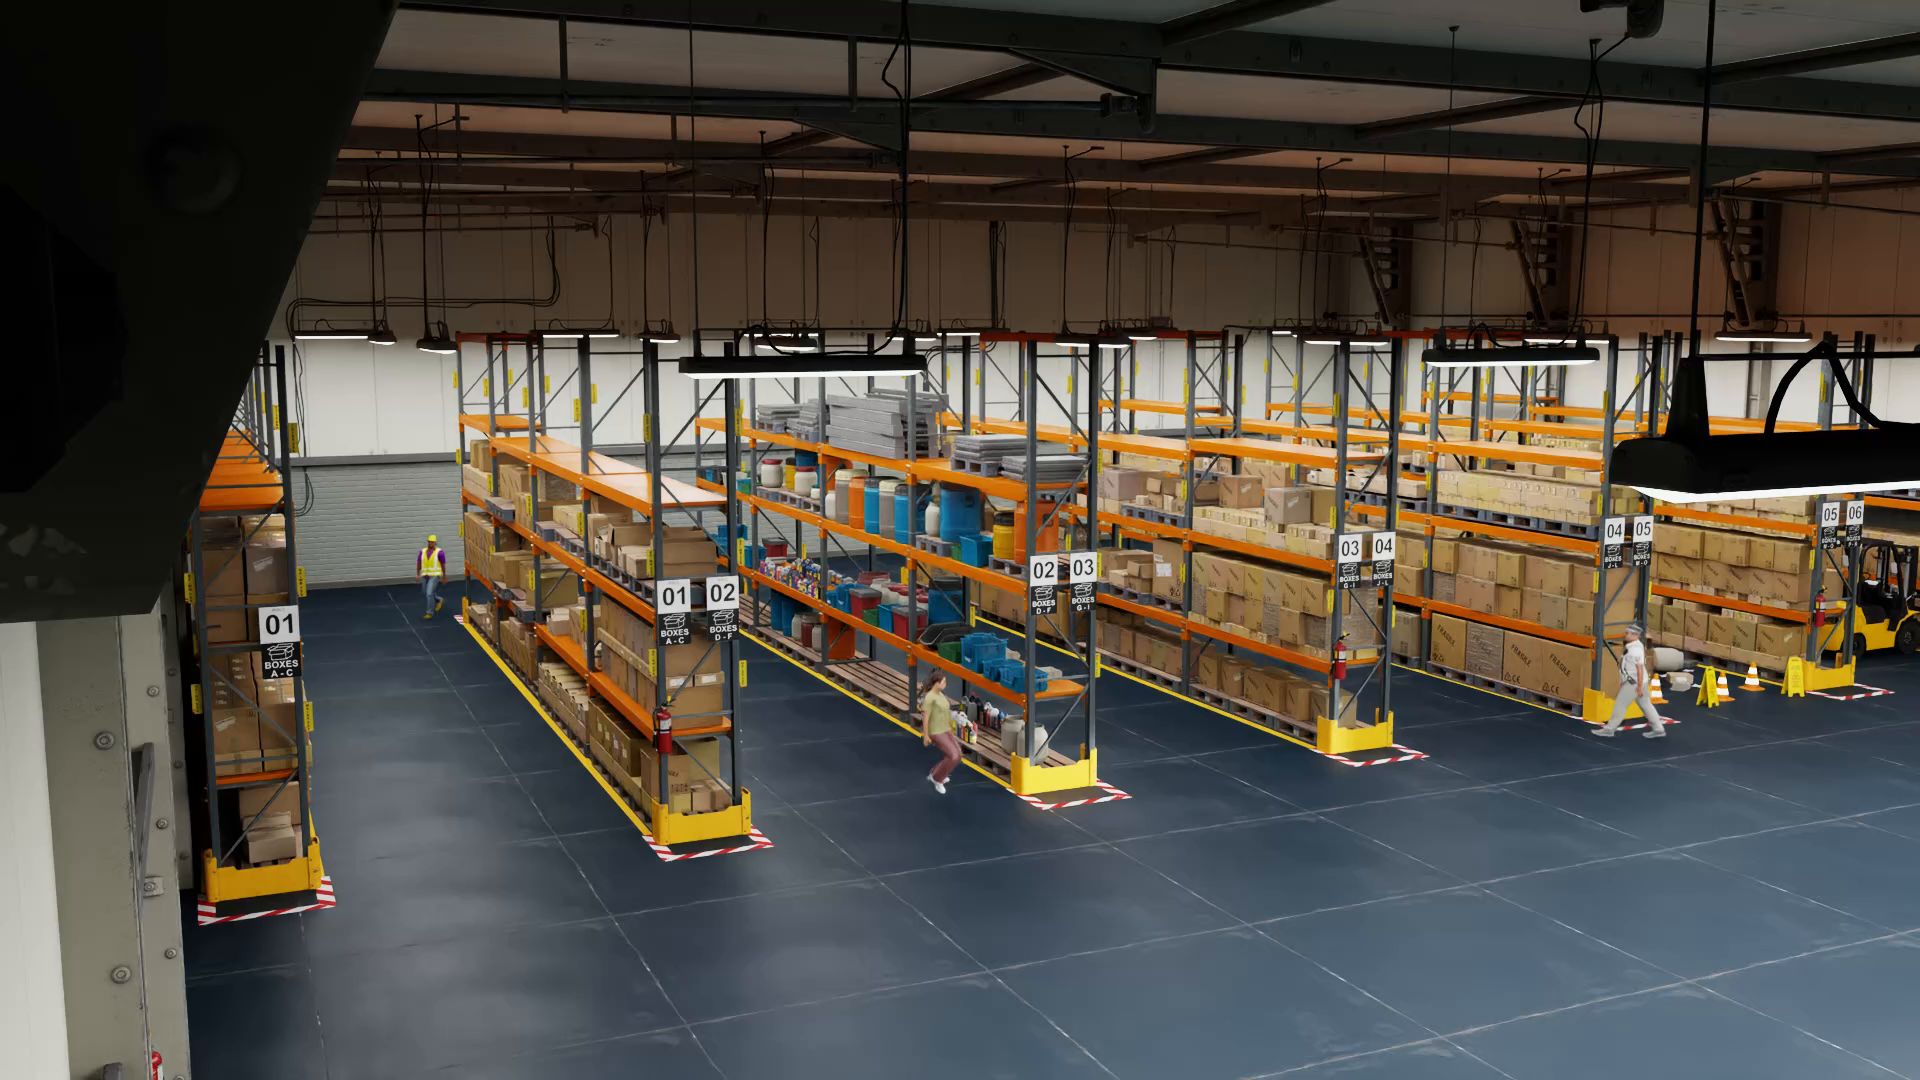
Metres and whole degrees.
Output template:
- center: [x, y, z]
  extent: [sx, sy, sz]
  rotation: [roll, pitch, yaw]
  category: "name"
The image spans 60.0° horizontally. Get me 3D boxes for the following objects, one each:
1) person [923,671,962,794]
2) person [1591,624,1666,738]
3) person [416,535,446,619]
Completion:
- center: [-0.236, 2.486, 21.545]
  extent: [0.506, 1.571, 0.472]
  rotation: [3, 8, 21]
  category: "person"
- center: [10.064, 2.101, 24.913]
  extent: [1.016, 1.708, 0.533]
  rotation: [4, 9, 29]
  category: "person"
- center: [-11.119, 0.752, 34.962]
  extent: [0.535, 1.740, 0.858]
  rotation: [3, 8, 22]
  category: "person"
